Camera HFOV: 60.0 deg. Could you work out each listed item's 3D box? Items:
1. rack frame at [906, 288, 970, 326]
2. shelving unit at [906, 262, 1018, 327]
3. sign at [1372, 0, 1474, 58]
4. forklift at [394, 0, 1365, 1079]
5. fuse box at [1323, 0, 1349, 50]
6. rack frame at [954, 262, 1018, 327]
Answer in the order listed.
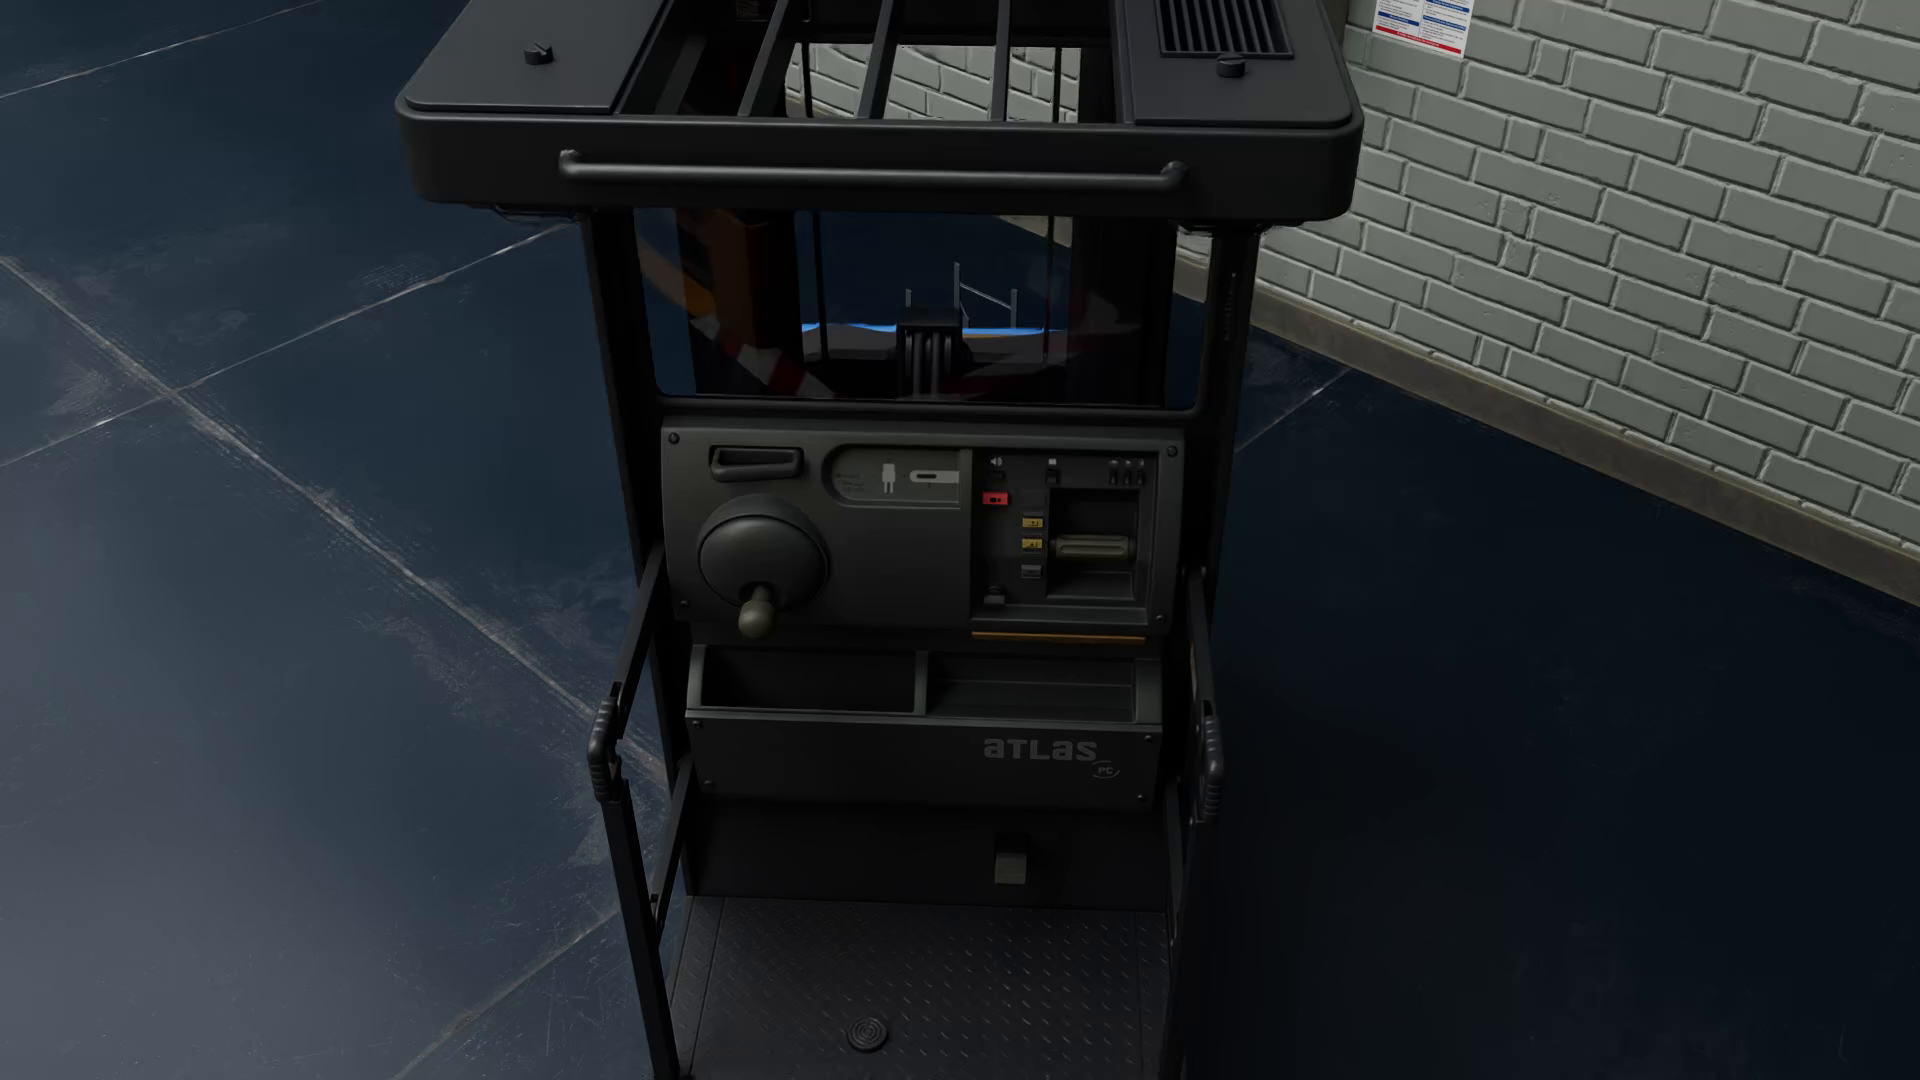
[{"bbox_3d":[-0.063,-0.309,4.916,0.240,0.900,0.006,30,47,32],"label":"rack frame"},{"bbox_3d":[0.005,-0.356,4.975,0.258,0.900,0.210,30,47,32],"label":"shelving unit"},{"bbox_3d":[1.455,-1.771,5.143,0.329,0.494,0.001,30,47,32],"label":"sign"},{"bbox_3d":[-0.076,0.062,2.818,1.130,2.935,3.031,2,39,2],"label":"forklift"},{"bbox_3d":[0.950,-1.416,5.656,0.539,1.711,0.414,30,47,32],"label":"fuse box"},{"bbox_3d":[0.074,-0.403,5.033,0.240,0.900,0.006,30,47,32],"label":"rack frame"}]
